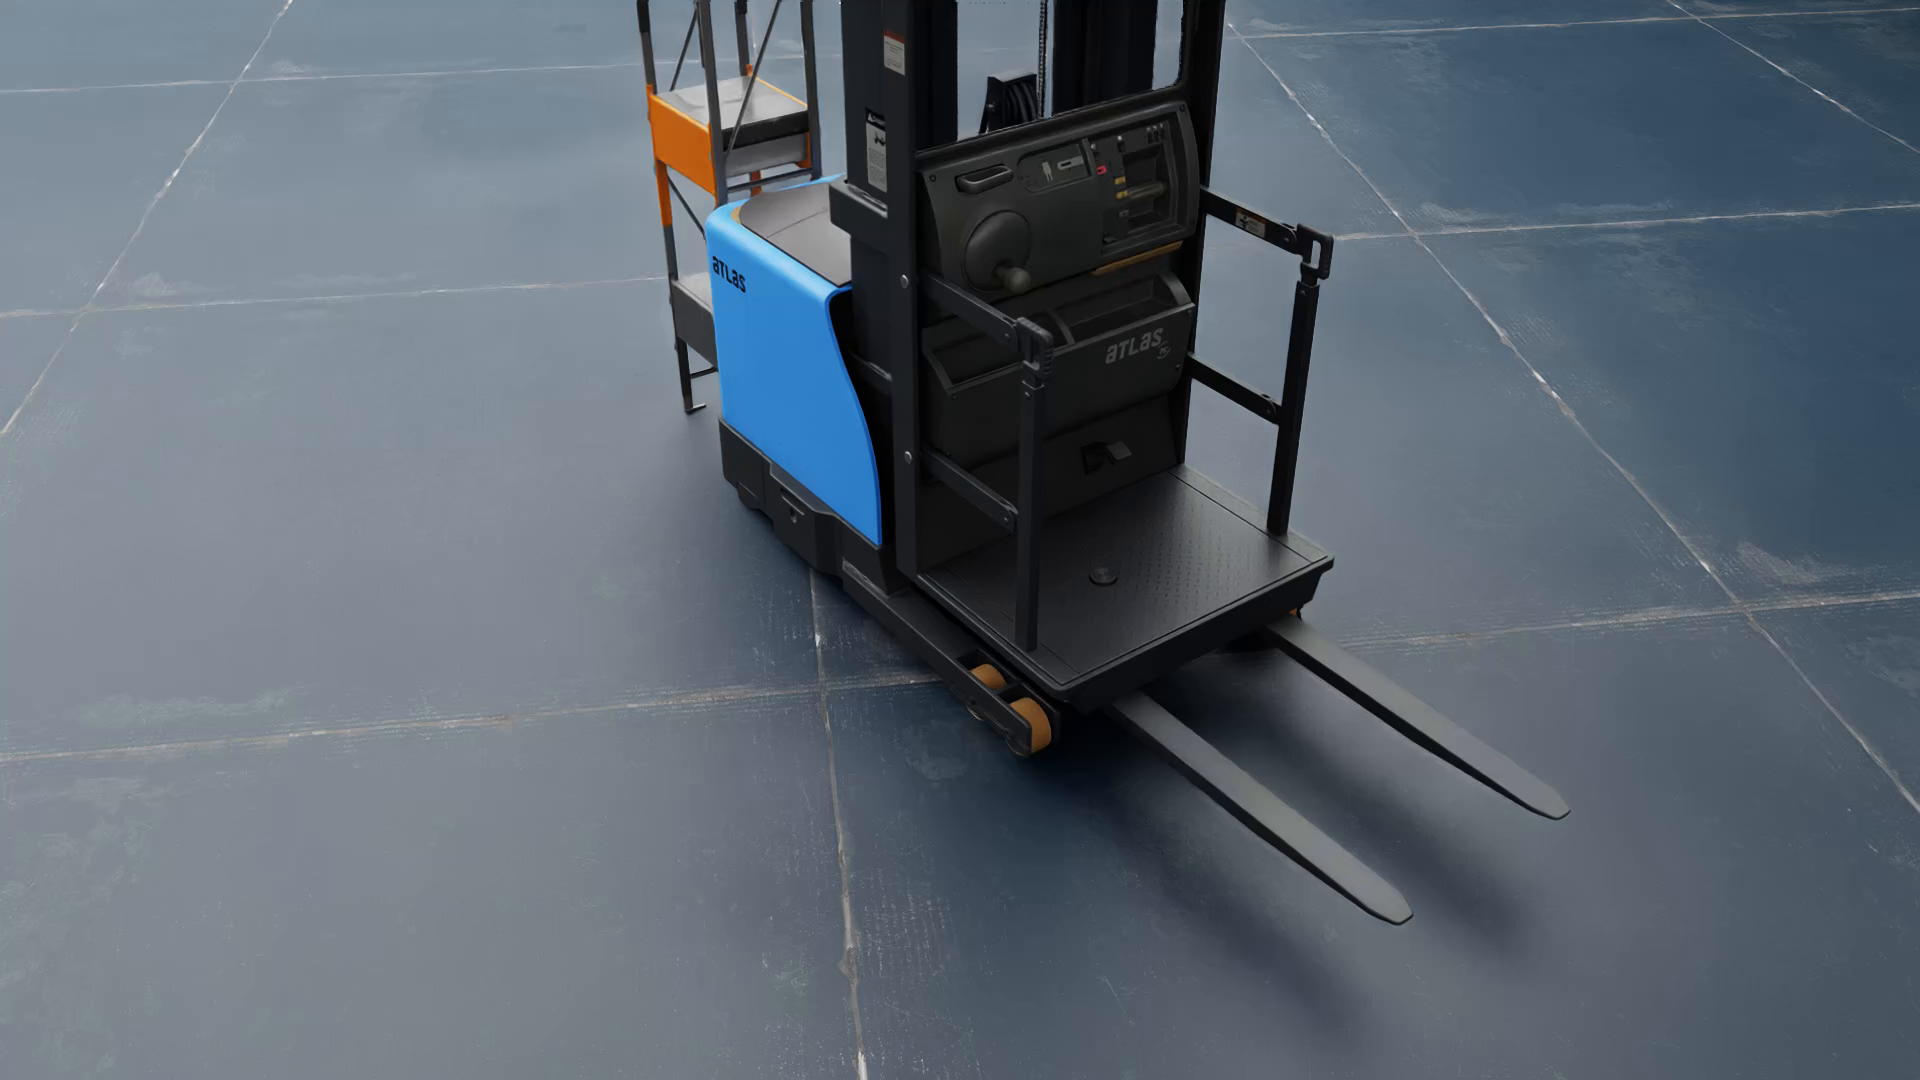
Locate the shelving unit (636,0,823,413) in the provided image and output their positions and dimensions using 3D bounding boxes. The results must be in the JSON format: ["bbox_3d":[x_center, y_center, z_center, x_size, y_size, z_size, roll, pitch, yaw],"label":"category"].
[{"bbox_3d":[-0.782,-1.328,5.825,0.431,2.100,0.503,-21,38,-28],"label":"shelving unit"}]

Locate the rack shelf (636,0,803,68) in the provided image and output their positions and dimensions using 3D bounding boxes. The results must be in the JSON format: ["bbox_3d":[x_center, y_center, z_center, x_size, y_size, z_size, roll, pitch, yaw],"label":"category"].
[{"bbox_3d":[-0.790,-1.902,5.448,0.431,0.518,0.480,-21,38,-28],"label":"rack shelf"}]

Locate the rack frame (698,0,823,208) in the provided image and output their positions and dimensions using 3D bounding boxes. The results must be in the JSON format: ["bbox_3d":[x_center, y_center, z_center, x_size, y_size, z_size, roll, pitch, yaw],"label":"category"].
[{"bbox_3d":[-0.646,-1.218,5.655,0.400,2.100,0.015,-21,38,-28],"label":"rack frame"}]

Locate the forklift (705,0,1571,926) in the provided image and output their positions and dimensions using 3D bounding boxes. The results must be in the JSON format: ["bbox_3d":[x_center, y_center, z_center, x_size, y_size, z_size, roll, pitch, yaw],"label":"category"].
[{"bbox_3d":[0.425,-0.899,4.467,1.130,2.935,3.031,-22,40,-29],"label":"forklift"}]

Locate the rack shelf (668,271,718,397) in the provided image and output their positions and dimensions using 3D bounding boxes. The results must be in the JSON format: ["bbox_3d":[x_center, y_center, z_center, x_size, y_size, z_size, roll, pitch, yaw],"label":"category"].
[{"bbox_3d":[-0.774,-0.731,6.216,0.431,0.518,0.480,-21,38,-28],"label":"rack shelf"}]

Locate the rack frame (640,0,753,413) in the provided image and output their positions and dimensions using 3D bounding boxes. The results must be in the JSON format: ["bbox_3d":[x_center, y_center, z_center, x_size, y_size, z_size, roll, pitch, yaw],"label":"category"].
[{"bbox_3d":[-0.919,-1.437,5.995,0.400,2.100,0.015,-21,38,-28],"label":"rack frame"}]

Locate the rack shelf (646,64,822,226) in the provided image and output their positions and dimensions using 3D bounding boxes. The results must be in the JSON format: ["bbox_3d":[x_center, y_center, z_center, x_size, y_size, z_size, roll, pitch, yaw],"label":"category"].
[{"bbox_3d":[-0.782,-1.317,5.832,0.431,0.518,0.480,-21,38,-28],"label":"rack shelf"}]
